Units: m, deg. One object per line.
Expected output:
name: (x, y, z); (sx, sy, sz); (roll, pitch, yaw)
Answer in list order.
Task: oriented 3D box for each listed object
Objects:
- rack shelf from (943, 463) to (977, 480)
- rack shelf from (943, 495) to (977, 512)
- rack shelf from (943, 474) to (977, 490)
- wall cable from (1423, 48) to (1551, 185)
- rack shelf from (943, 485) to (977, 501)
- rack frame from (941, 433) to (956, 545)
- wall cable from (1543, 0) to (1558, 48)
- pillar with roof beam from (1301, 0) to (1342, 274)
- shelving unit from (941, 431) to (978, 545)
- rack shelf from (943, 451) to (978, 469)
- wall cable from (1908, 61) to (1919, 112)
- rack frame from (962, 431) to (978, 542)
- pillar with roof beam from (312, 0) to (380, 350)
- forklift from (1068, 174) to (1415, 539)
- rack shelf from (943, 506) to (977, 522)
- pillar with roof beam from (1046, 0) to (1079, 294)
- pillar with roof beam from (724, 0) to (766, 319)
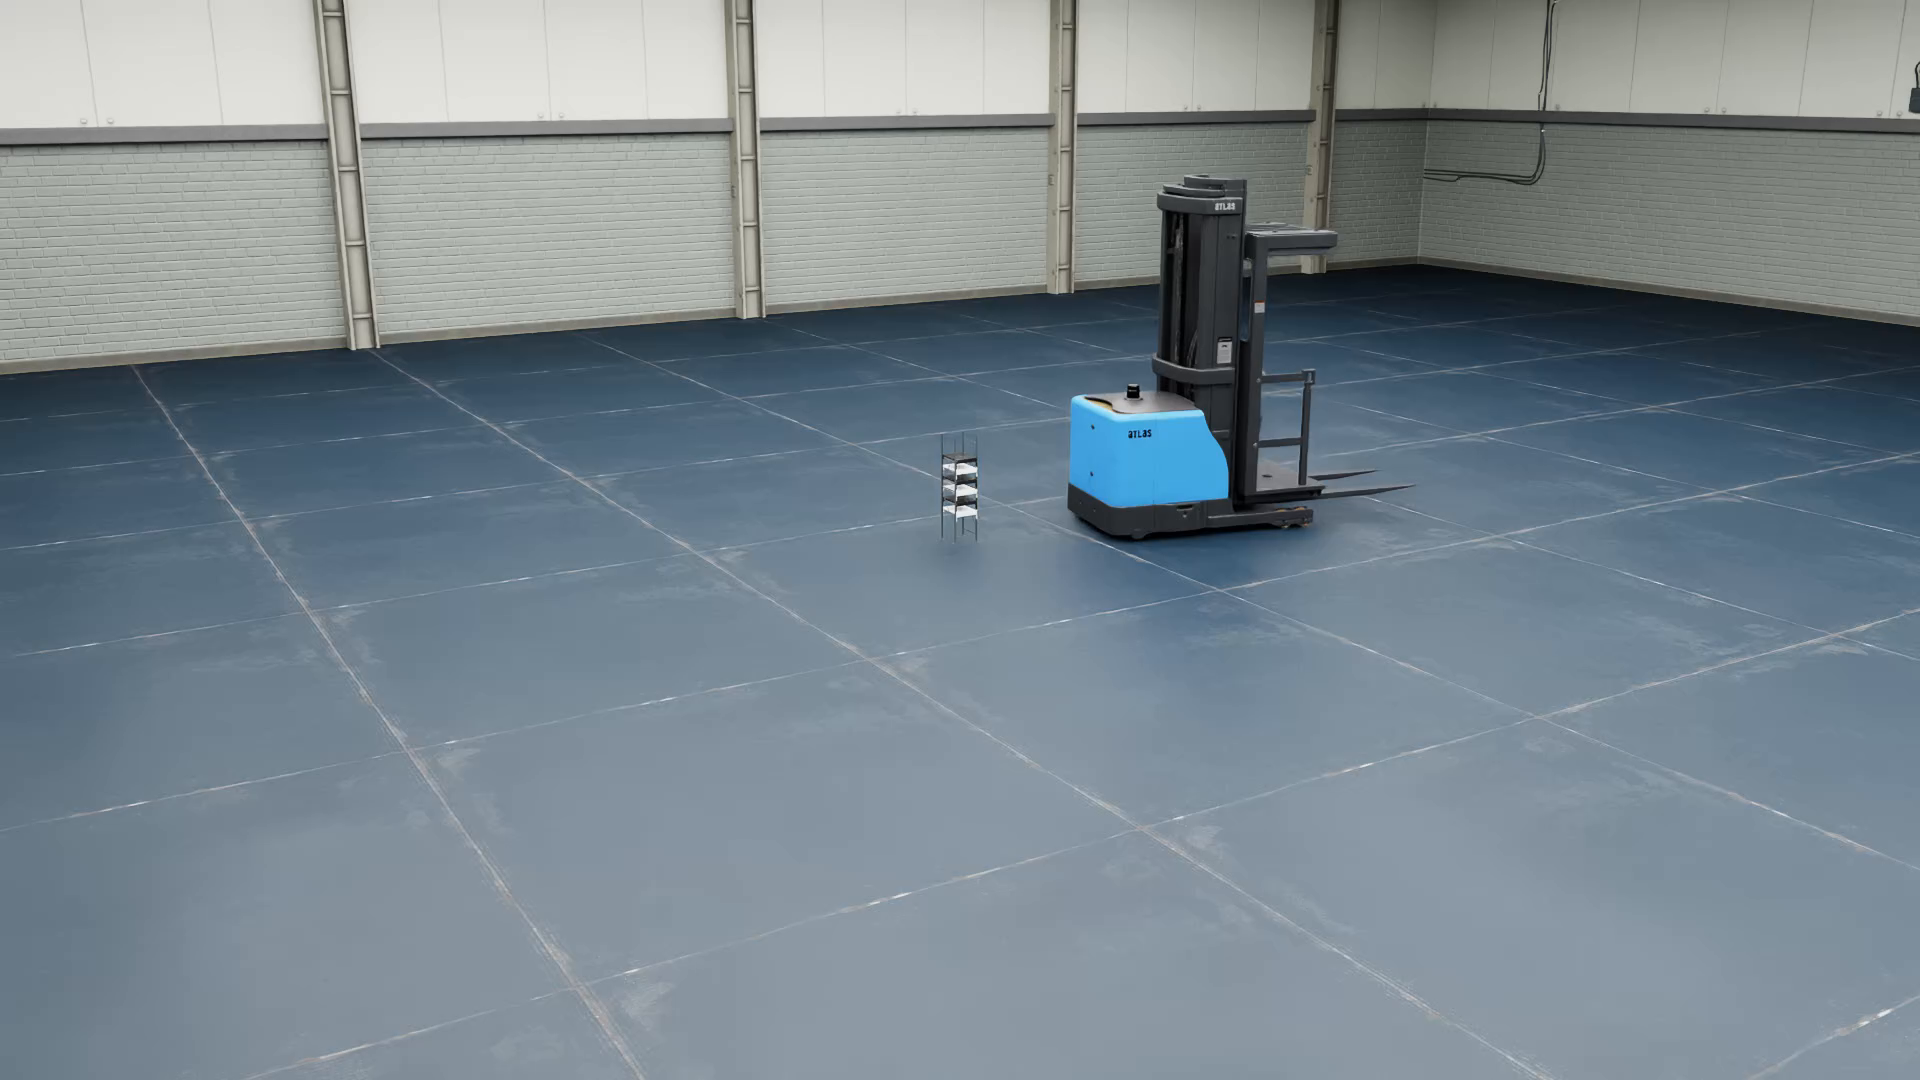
rack shelf: (-0.007, -0.573, 13.745); (0.200, 0.077, 0.258); (-9, 18, -30)
rack shelf: (-0.007, -0.313, 13.818); (0.200, 0.077, 0.258); (-9, 18, -30)
rack shelf: (-0.007, -0.487, 13.769); (0.200, 0.077, 0.258); (-9, 18, -30)
wall cable: (10.134, -8.190, 32.206); (0.112, 2.526, 3.097); (-9, 18, -30)
rack shelf: (-0.007, -0.400, 13.793); (0.200, 0.077, 0.258); (-9, 18, -30)
rack frame: (-0.094, -0.418, 13.734); (0.006, 0.900, 0.240); (-9, 18, -30)
wall cable: (11.527, -9.995, 29.291); (0.112, 2.526, 3.097); (-9, 18, -30)
pillar with roof beam: (9.145, -8.585, 27.864); (0.400, 9.000, 9.100); (-9, 18, -30)
shelving unit: (-0.007, -0.432, 13.784); (0.210, 0.900, 0.258); (-9, 18, -30)
rack shelf: (-0.007, -0.660, 13.720); (0.200, 0.077, 0.258); (-9, 18, -30)
wall cable: (15.010, -9.124, 23.484); (0.169, 6.003, 2.305); (-9, 18, -30)
rack frame: (0.080, -0.446, 13.835); (0.006, 0.900, 0.240); (-9, 18, -30)
pillar with roof beam: (-6.284, -6.083, 18.938); (0.400, 9.000, 9.100); (-9, 18, -30)
forklift: (2.521, -1.637, 14.319); (3.031, 2.935, 1.130); (-5, 17, -18)
rack shelf: (-0.007, -0.227, 13.842); (0.200, 0.077, 0.258); (-9, 18, -30)
pillar with roof beam: (4.002, -7.751, 24.889); (0.400, 9.000, 9.100); (-9, 18, -30)
pillar with roof beam: (-1.141, -6.917, 21.913); (0.400, 9.000, 9.100); (-9, 18, -30)
